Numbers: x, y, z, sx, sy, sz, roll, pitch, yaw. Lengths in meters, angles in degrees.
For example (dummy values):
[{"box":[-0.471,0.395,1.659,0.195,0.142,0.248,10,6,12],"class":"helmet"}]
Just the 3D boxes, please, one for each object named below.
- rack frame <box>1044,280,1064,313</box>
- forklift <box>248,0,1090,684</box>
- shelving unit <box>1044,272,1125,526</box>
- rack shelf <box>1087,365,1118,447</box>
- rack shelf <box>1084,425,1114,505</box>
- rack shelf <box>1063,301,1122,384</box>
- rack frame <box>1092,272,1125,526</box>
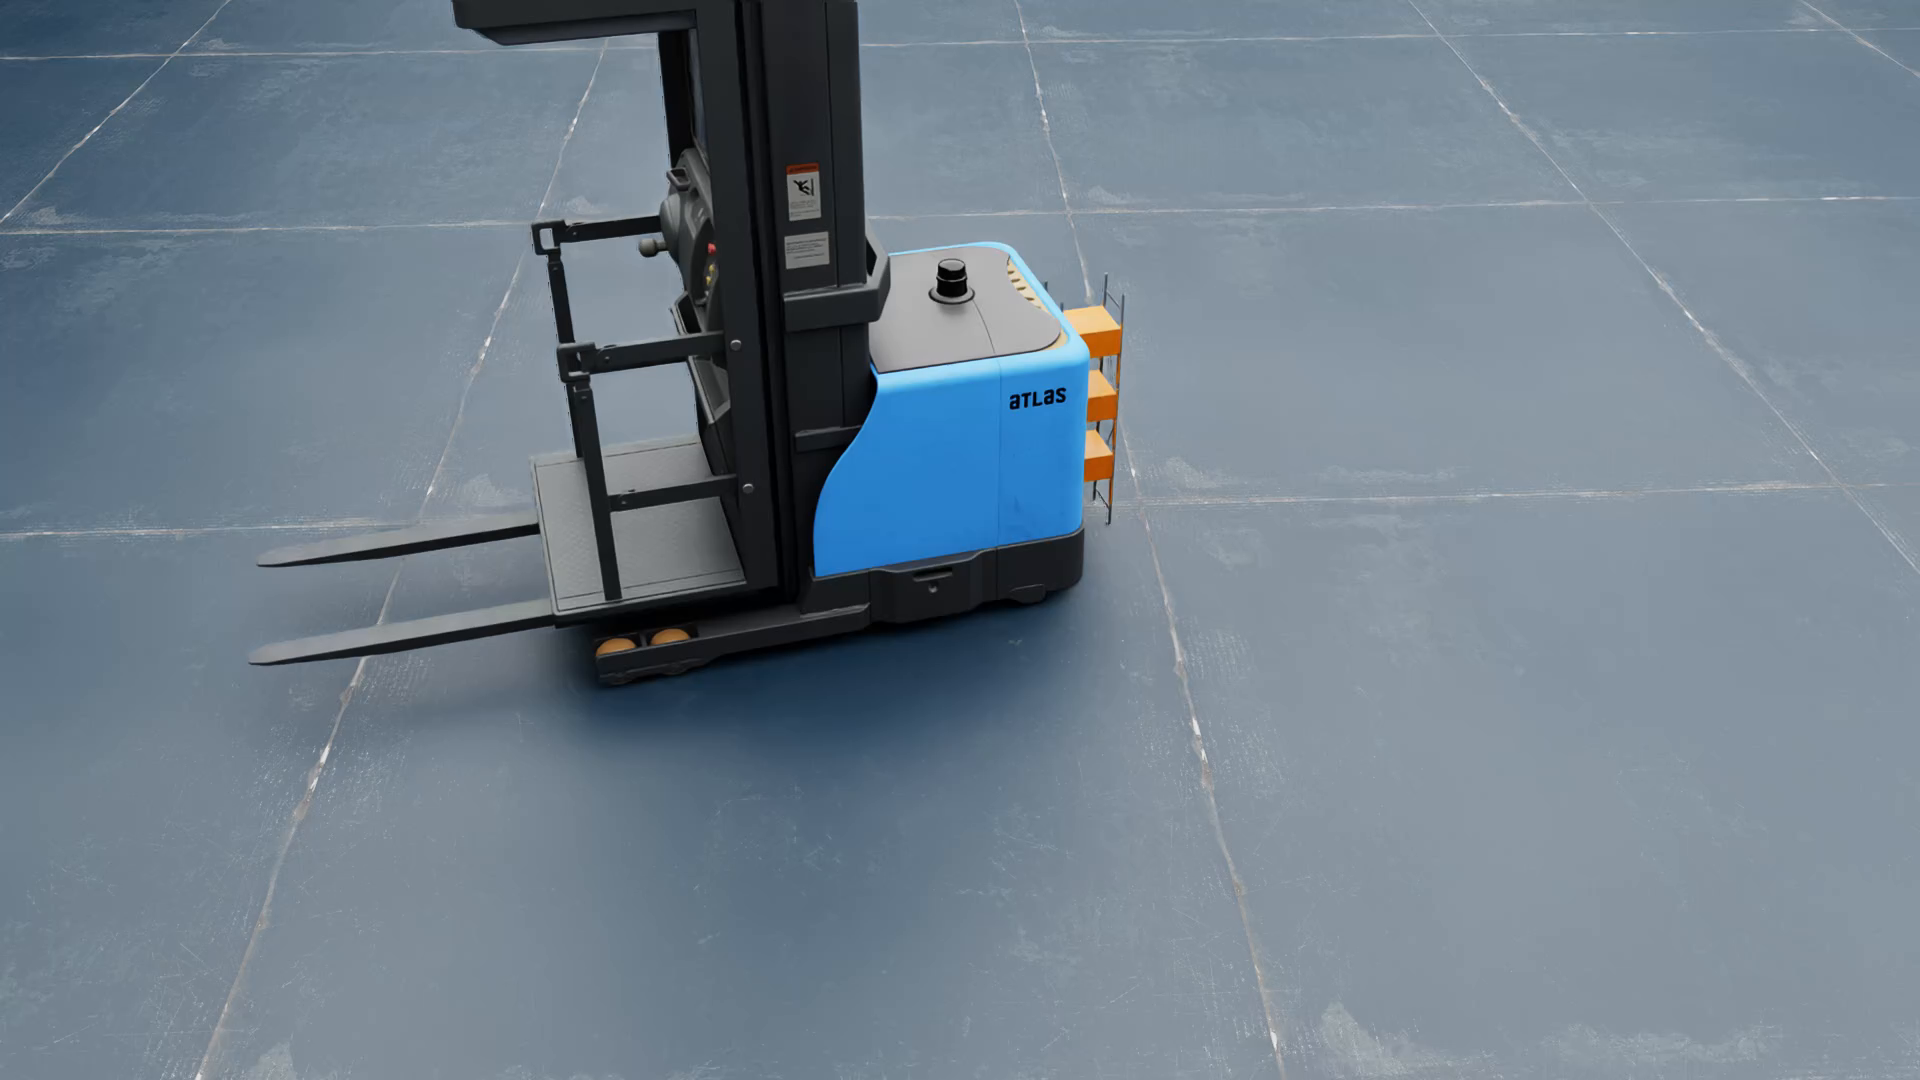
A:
[{"box":[0.354,-0.504,6.555,0.008,1.050,0.200,-10,36,-13],"class":"rack frame"},{"box":[-1.100,-1.021,5.649,3.031,2.935,1.130,-10,36,-13],"class":"forklift"},{"box":[0.471,-0.523,6.584,0.252,1.050,0.215,-10,36,-13],"class":"shelving unit"},{"box":[0.471,-0.515,6.590,0.240,0.259,0.215,-10,36,-13],"class":"rack shelf"},{"box":[0.471,-0.286,6.748,0.240,0.259,0.215,-10,36,-13],"class":"rack shelf"},{"box":[0.471,-0.748,6.428,0.240,0.259,0.215,-10,36,-13],"class":"rack shelf"},{"box":[0.588,-0.543,6.612,0.008,1.050,0.200,-10,36,-13],"class":"rack frame"}]
